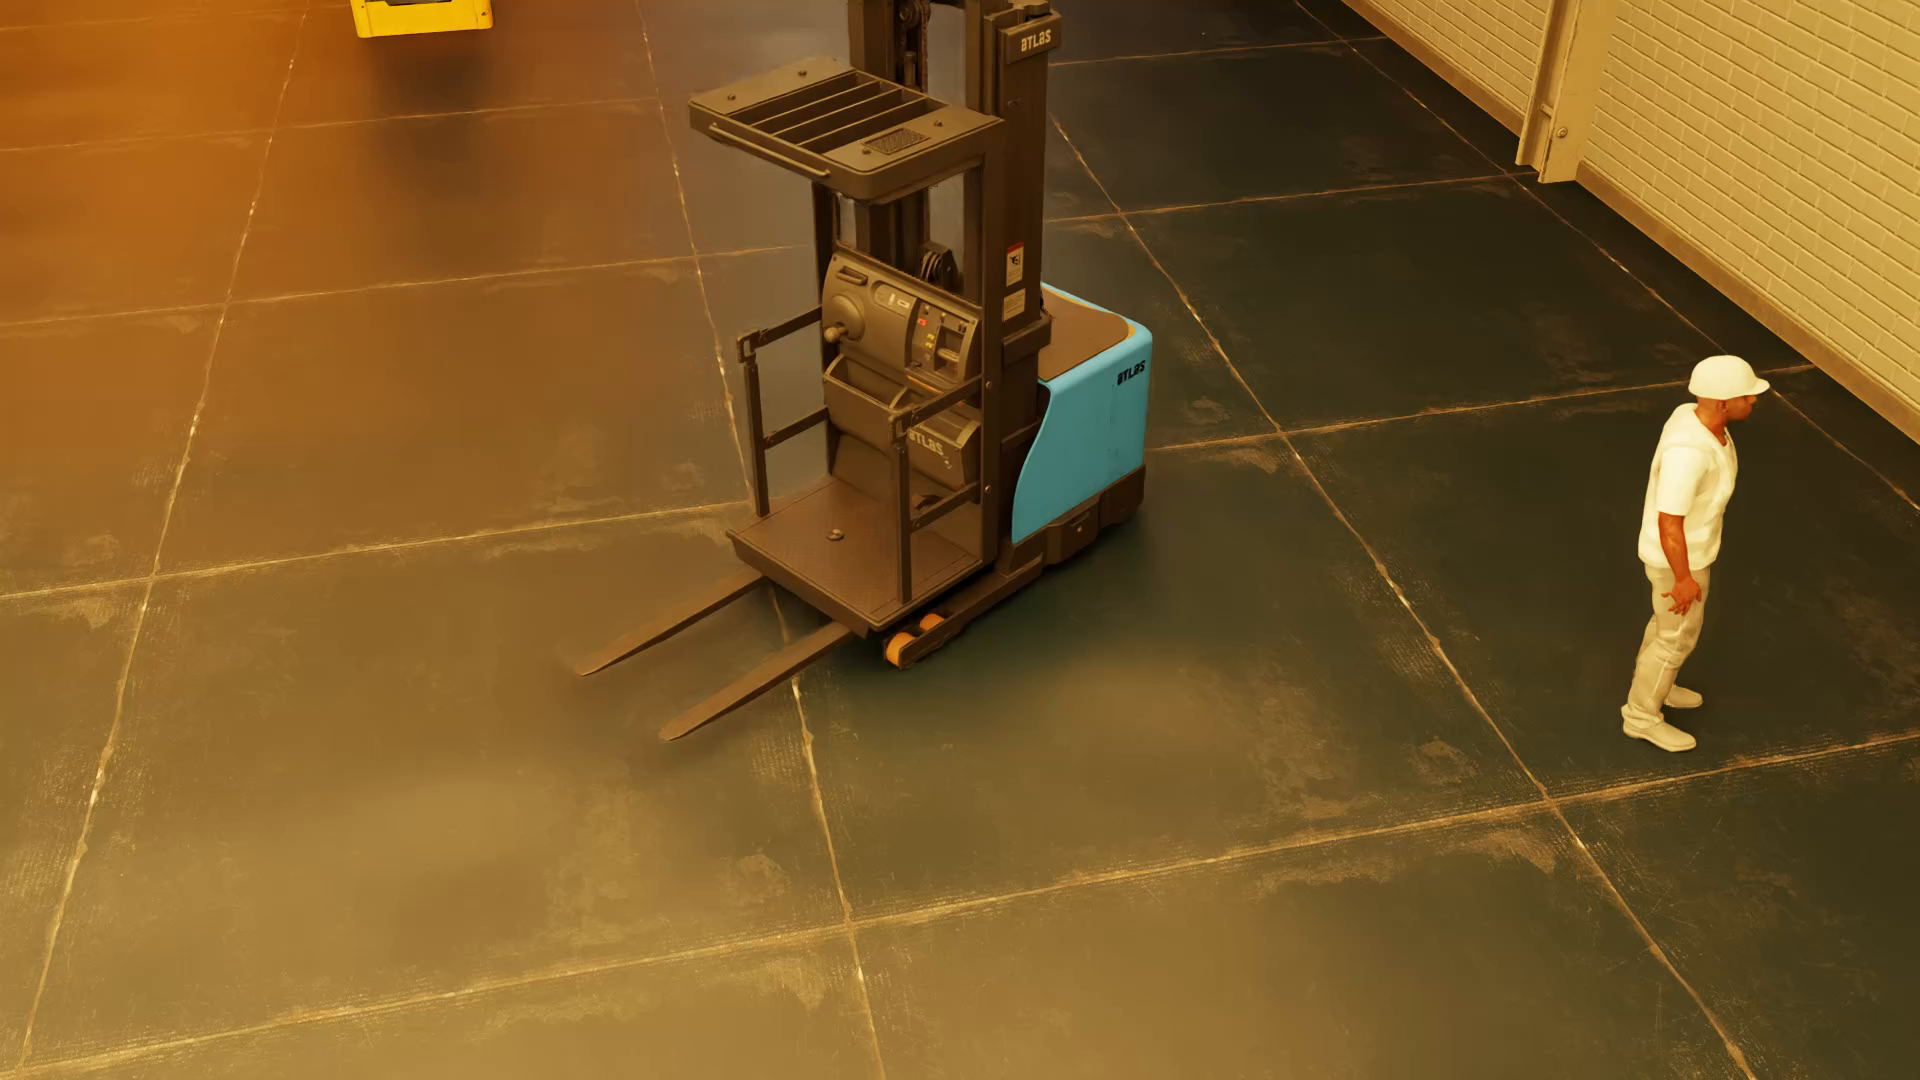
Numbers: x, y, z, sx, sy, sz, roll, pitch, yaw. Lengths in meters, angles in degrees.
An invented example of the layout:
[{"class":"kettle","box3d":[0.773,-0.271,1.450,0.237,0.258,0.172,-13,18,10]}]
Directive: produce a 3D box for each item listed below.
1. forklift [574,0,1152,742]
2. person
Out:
[{"class":"forklift","box3d":[-0.423,-0.933,7.346,1.130,2.935,3.031,29,45,34]},{"class":"person","box3d":[3.077,0.045,6.996,0.492,1.778,0.661,15,38,20]}]
